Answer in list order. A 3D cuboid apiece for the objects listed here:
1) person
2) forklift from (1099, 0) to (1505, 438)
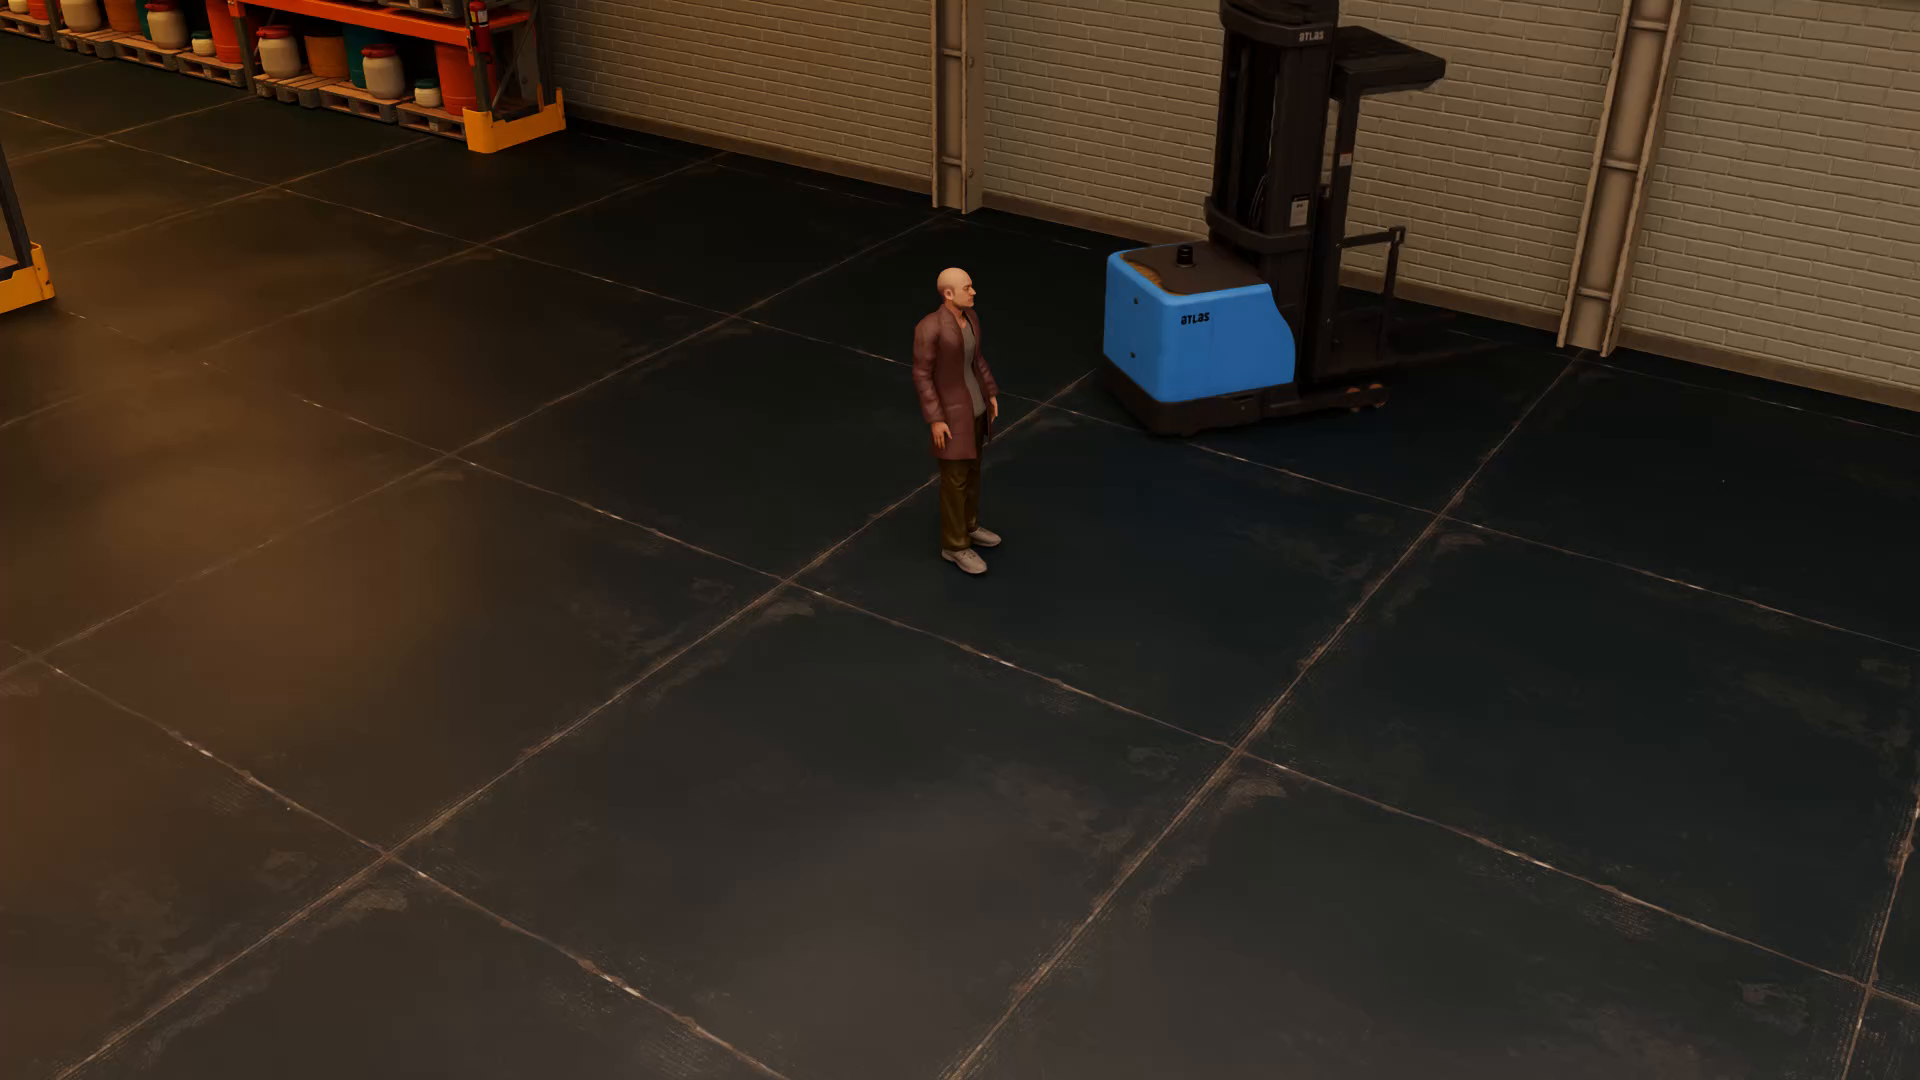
[{"bbox_3d":[0.072,-0.748,10.003,0.582,1.776,0.696,19,35,29],"label":"person"},{"bbox_3d":[2.607,-2.443,11.788,3.031,2.935,1.130,-11,32,-18],"label":"forklift"}]
